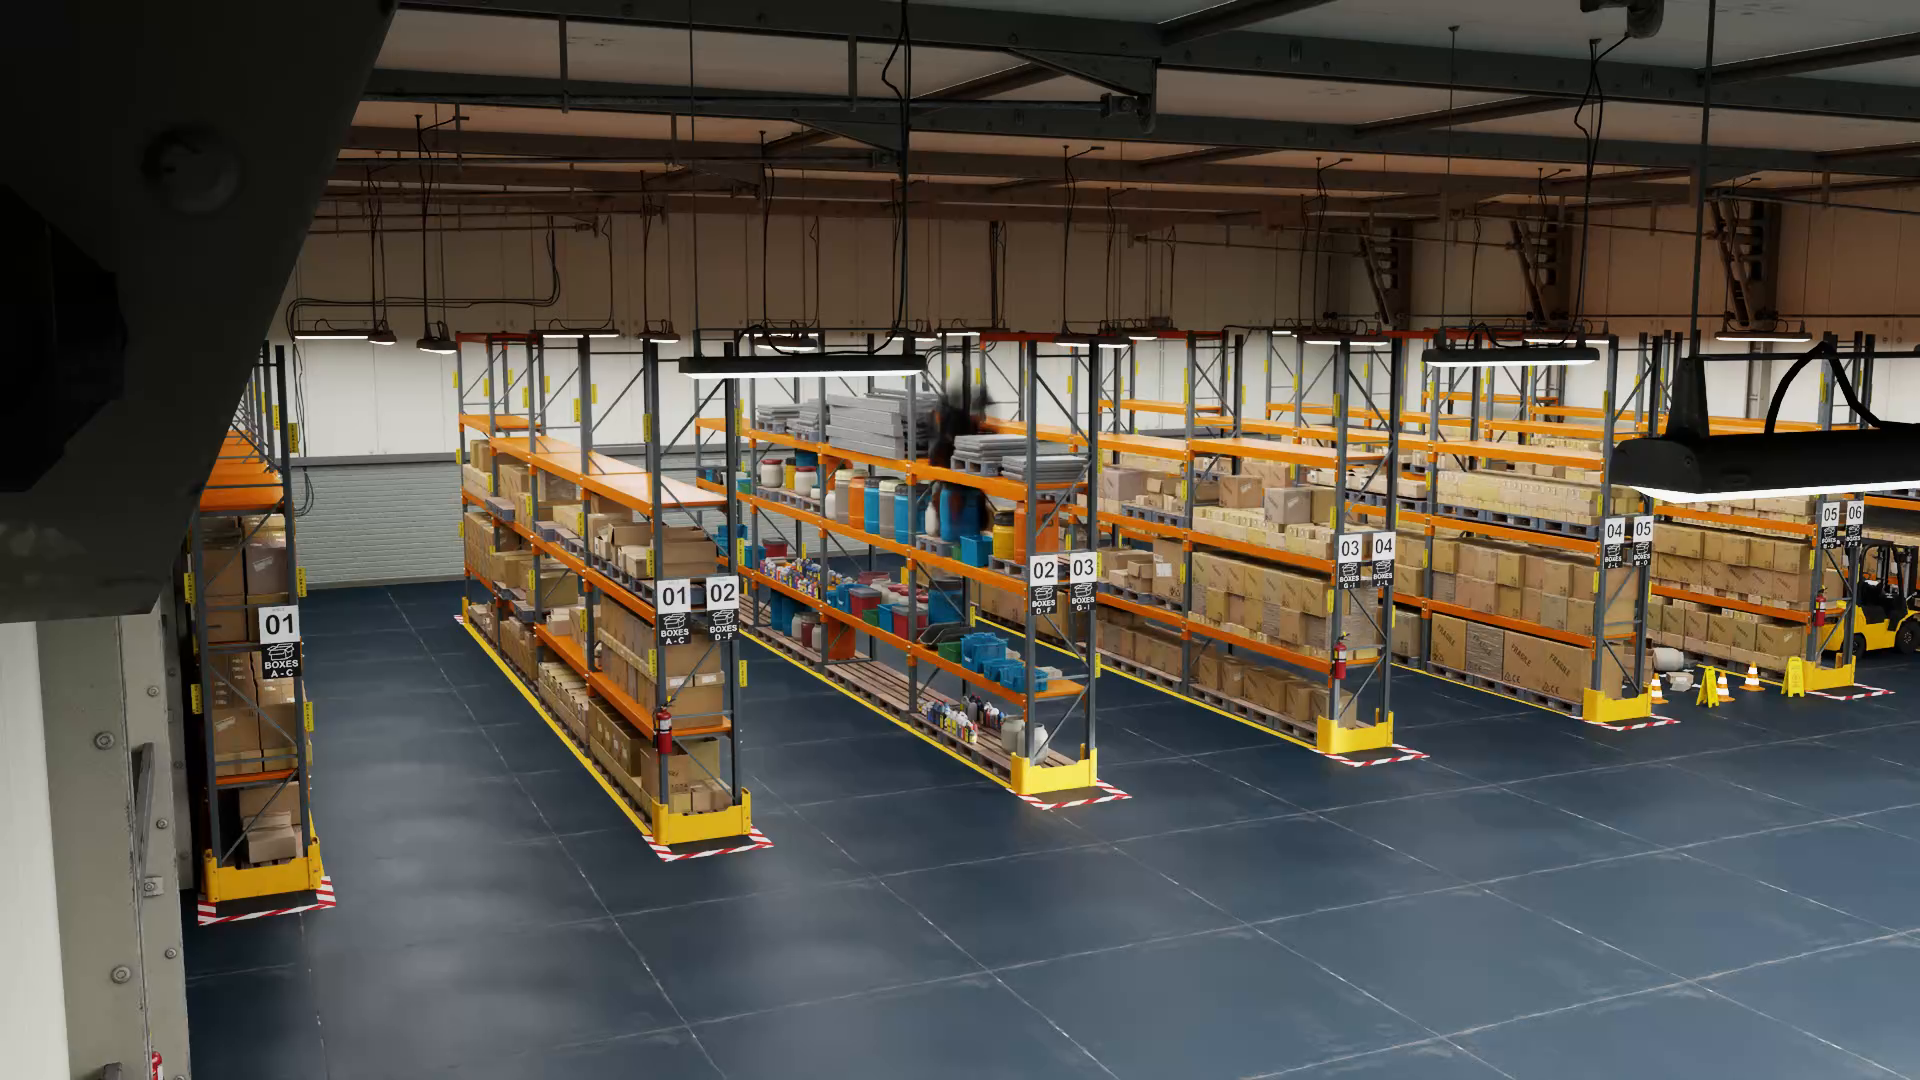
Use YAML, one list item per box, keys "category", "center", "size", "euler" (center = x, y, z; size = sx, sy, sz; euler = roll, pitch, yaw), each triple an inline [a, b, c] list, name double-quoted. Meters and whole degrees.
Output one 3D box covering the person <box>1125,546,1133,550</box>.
- category: "person"
  center: [3.400, 0.971, 33.527]
  size: [0.661, 1.708, 0.677]
  euler: [-4, 9, -27]
